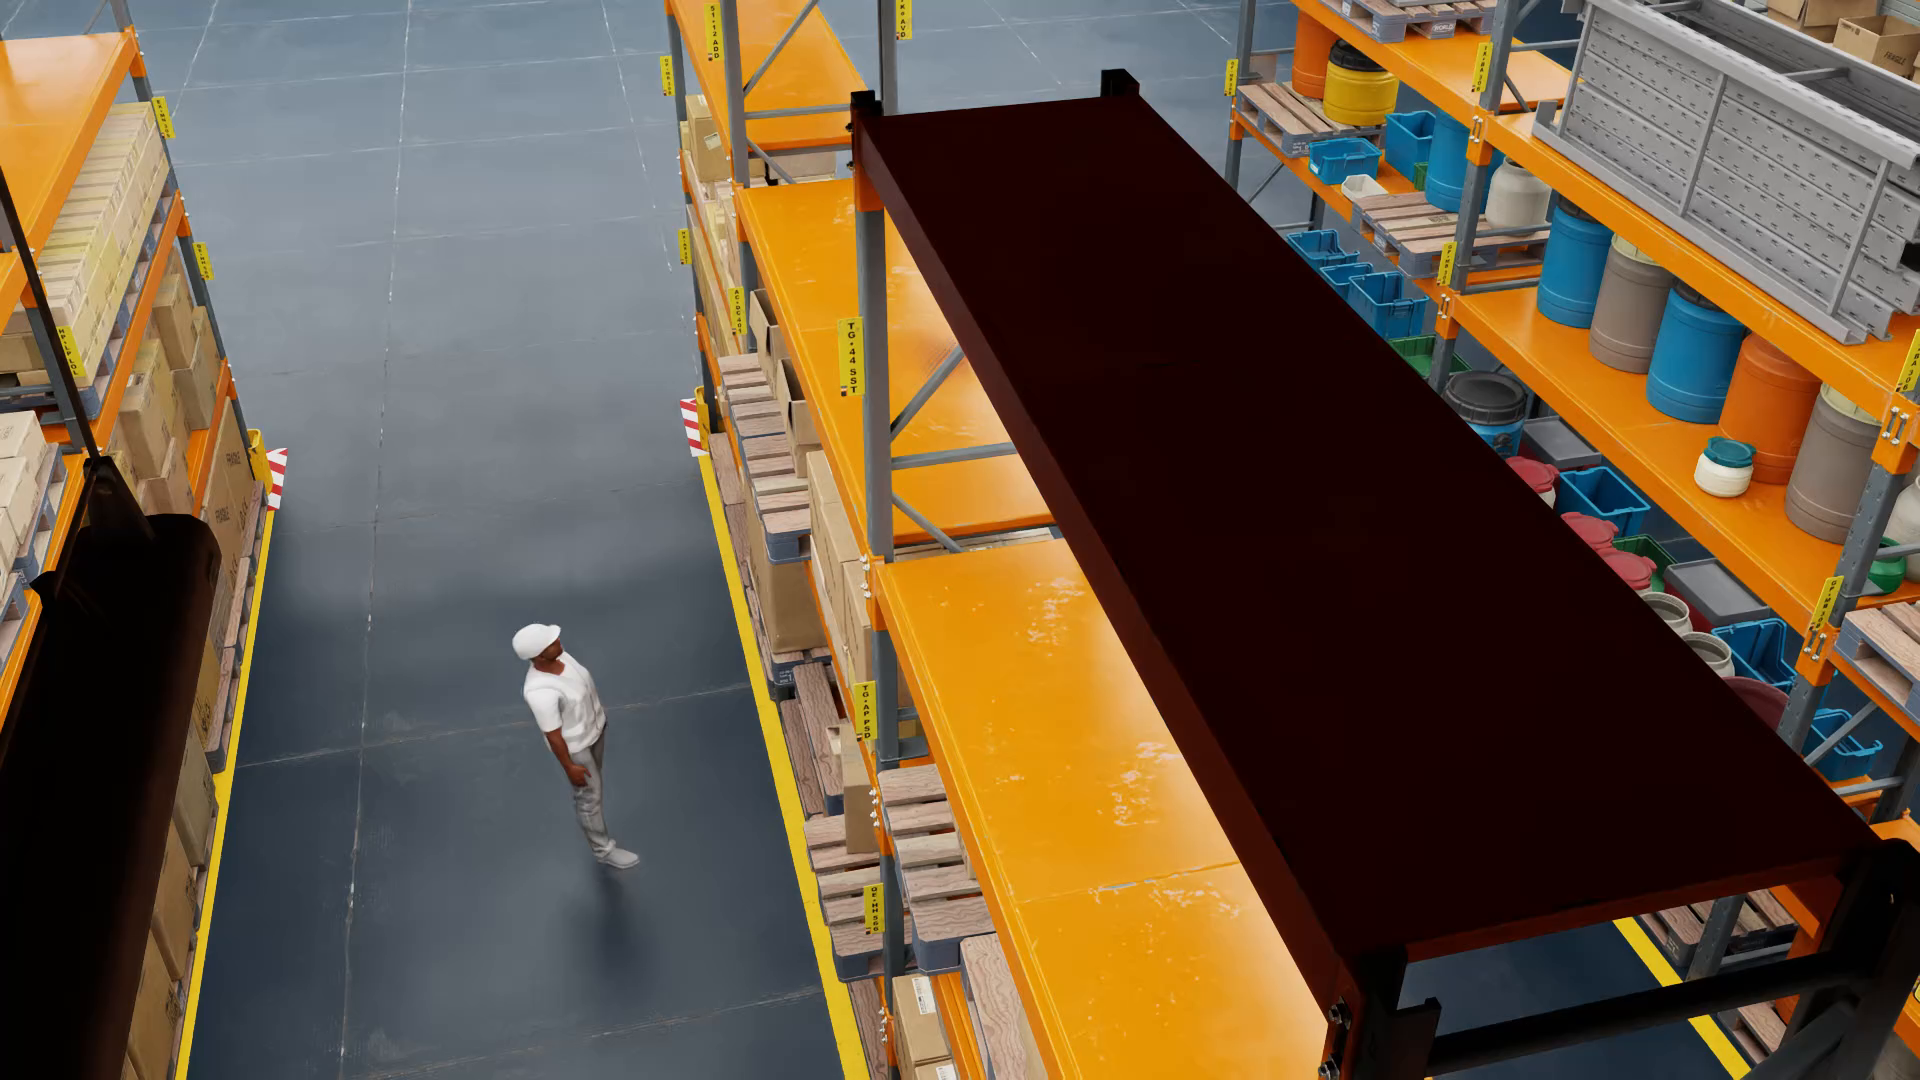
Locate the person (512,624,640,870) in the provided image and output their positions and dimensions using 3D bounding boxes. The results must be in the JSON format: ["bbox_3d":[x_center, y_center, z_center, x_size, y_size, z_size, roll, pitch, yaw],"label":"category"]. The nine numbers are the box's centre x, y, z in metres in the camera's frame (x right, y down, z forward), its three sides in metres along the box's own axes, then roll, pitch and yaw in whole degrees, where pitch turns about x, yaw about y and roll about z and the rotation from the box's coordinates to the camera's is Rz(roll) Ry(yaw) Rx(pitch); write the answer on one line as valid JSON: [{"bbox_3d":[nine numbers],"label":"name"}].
[{"bbox_3d":[-2.310,1.227,10.254,0.666,1.745,0.594,8,35,12],"label":"person"}]
